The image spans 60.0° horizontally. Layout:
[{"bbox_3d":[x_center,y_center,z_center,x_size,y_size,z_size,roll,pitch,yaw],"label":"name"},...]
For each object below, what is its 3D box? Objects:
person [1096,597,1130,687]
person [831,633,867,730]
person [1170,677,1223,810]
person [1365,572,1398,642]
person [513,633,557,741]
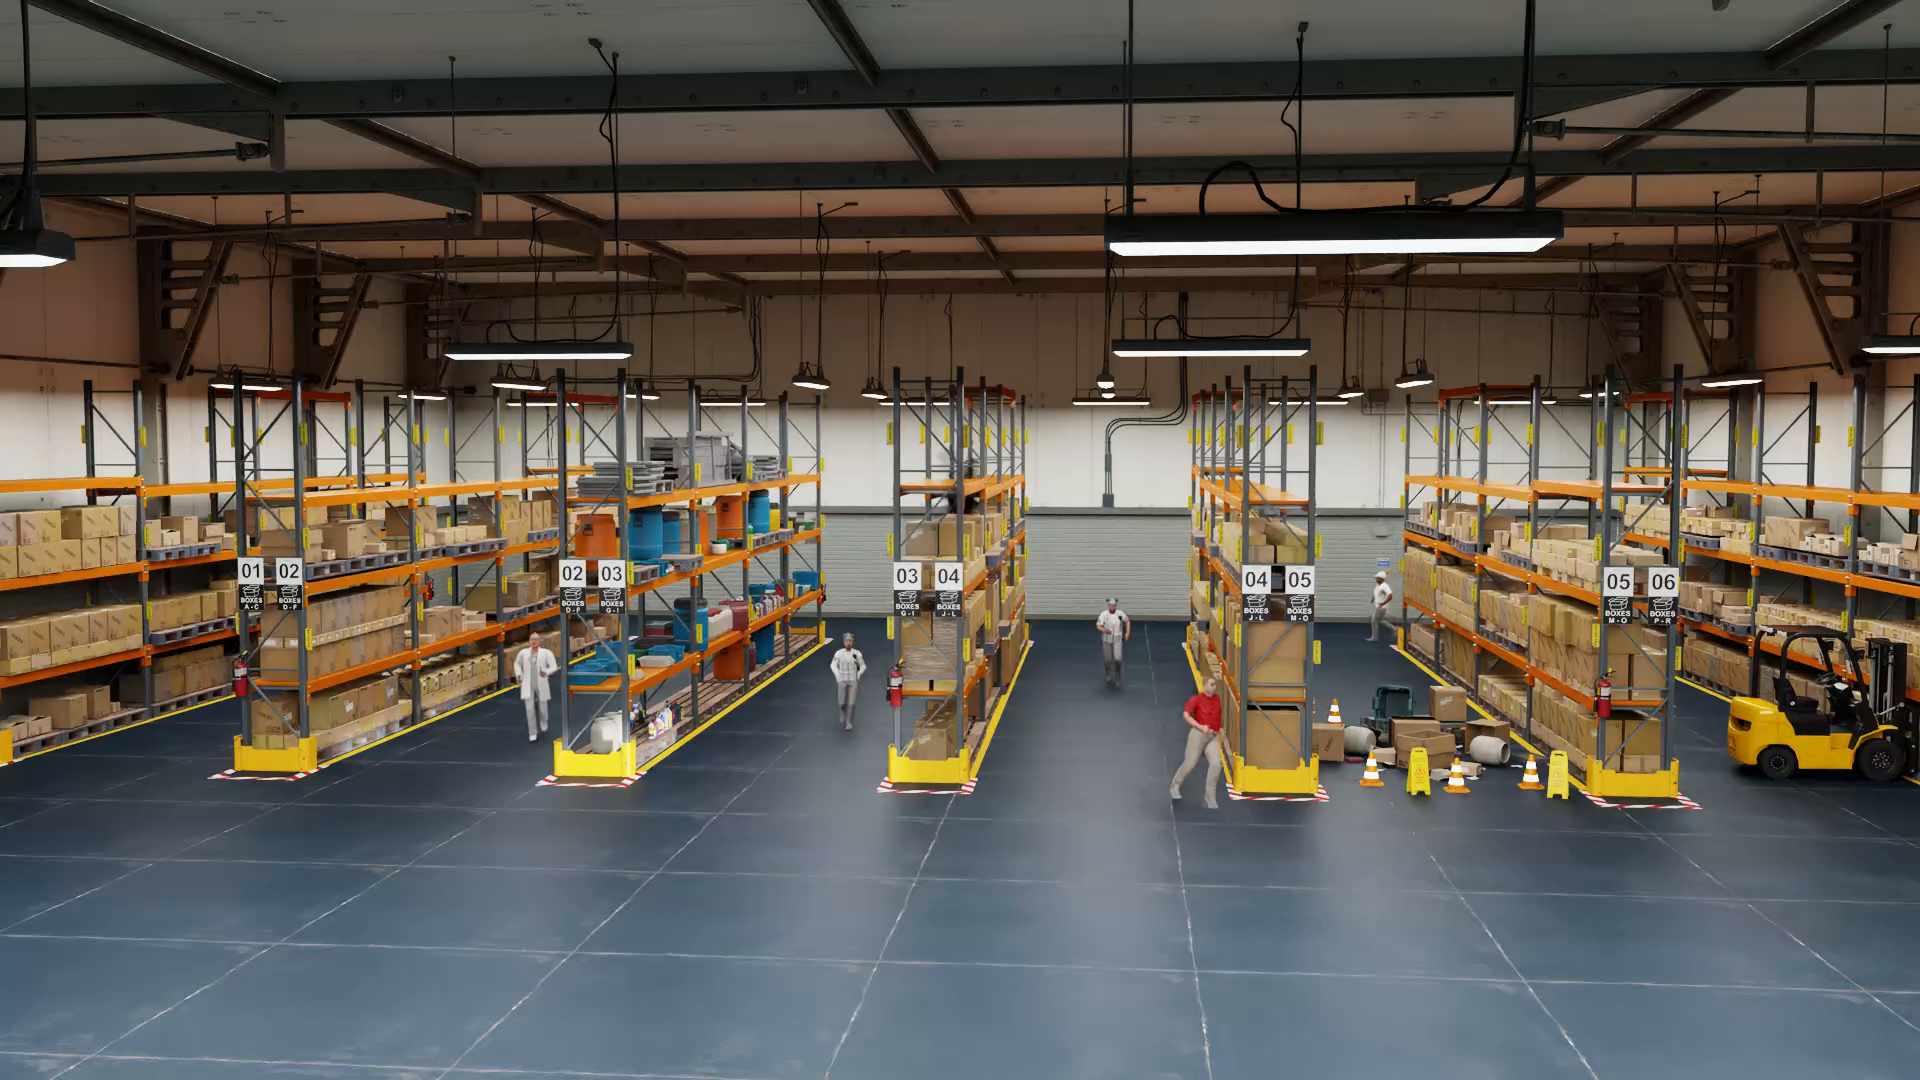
[{"bbox_3d":[3.080,2.071,33.416,0.680,1.848,0.752,0,4,3],"label":"person"},{"bbox_3d":[-1.942,2.408,28.454,0.499,1.648,0.571,0,4,-3],"label":"person"},{"bbox_3d":[3.342,2.749,22.712,0.742,1.759,0.854,-2,4,-27],"label":"person"},{"bbox_3d":[10.301,1.630,40.441,0.810,1.739,0.742,0,4,7],"label":"person"},{"bbox_3d":[-7.035,2.419,27.528,0.719,1.744,0.883,-1,4,-9],"label":"person"}]
